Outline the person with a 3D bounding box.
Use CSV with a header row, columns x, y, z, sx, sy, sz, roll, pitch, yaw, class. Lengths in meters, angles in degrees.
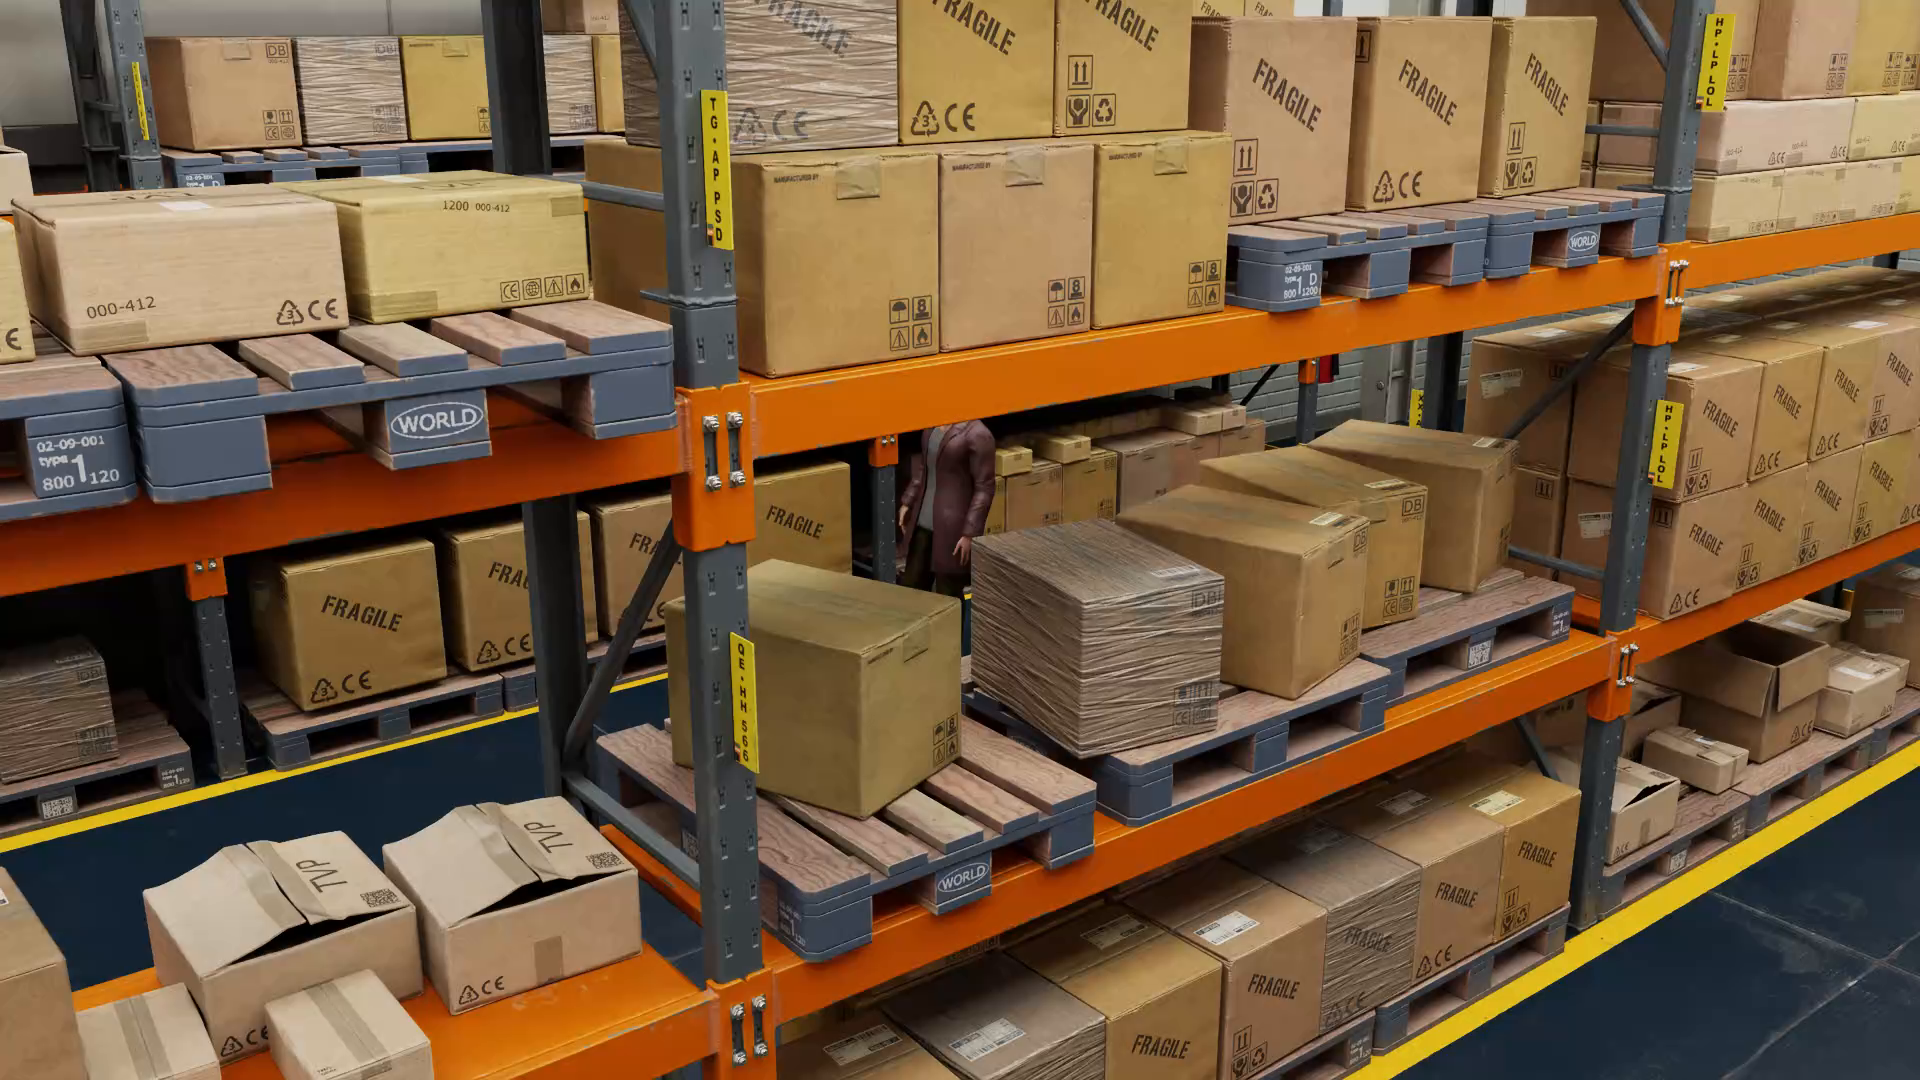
x,y,z,sx,sy,sz,roll,pitch,yaw,class
-0.161,-0.065,9.251,0.582,1.776,0.694,-13,22,-36,person
